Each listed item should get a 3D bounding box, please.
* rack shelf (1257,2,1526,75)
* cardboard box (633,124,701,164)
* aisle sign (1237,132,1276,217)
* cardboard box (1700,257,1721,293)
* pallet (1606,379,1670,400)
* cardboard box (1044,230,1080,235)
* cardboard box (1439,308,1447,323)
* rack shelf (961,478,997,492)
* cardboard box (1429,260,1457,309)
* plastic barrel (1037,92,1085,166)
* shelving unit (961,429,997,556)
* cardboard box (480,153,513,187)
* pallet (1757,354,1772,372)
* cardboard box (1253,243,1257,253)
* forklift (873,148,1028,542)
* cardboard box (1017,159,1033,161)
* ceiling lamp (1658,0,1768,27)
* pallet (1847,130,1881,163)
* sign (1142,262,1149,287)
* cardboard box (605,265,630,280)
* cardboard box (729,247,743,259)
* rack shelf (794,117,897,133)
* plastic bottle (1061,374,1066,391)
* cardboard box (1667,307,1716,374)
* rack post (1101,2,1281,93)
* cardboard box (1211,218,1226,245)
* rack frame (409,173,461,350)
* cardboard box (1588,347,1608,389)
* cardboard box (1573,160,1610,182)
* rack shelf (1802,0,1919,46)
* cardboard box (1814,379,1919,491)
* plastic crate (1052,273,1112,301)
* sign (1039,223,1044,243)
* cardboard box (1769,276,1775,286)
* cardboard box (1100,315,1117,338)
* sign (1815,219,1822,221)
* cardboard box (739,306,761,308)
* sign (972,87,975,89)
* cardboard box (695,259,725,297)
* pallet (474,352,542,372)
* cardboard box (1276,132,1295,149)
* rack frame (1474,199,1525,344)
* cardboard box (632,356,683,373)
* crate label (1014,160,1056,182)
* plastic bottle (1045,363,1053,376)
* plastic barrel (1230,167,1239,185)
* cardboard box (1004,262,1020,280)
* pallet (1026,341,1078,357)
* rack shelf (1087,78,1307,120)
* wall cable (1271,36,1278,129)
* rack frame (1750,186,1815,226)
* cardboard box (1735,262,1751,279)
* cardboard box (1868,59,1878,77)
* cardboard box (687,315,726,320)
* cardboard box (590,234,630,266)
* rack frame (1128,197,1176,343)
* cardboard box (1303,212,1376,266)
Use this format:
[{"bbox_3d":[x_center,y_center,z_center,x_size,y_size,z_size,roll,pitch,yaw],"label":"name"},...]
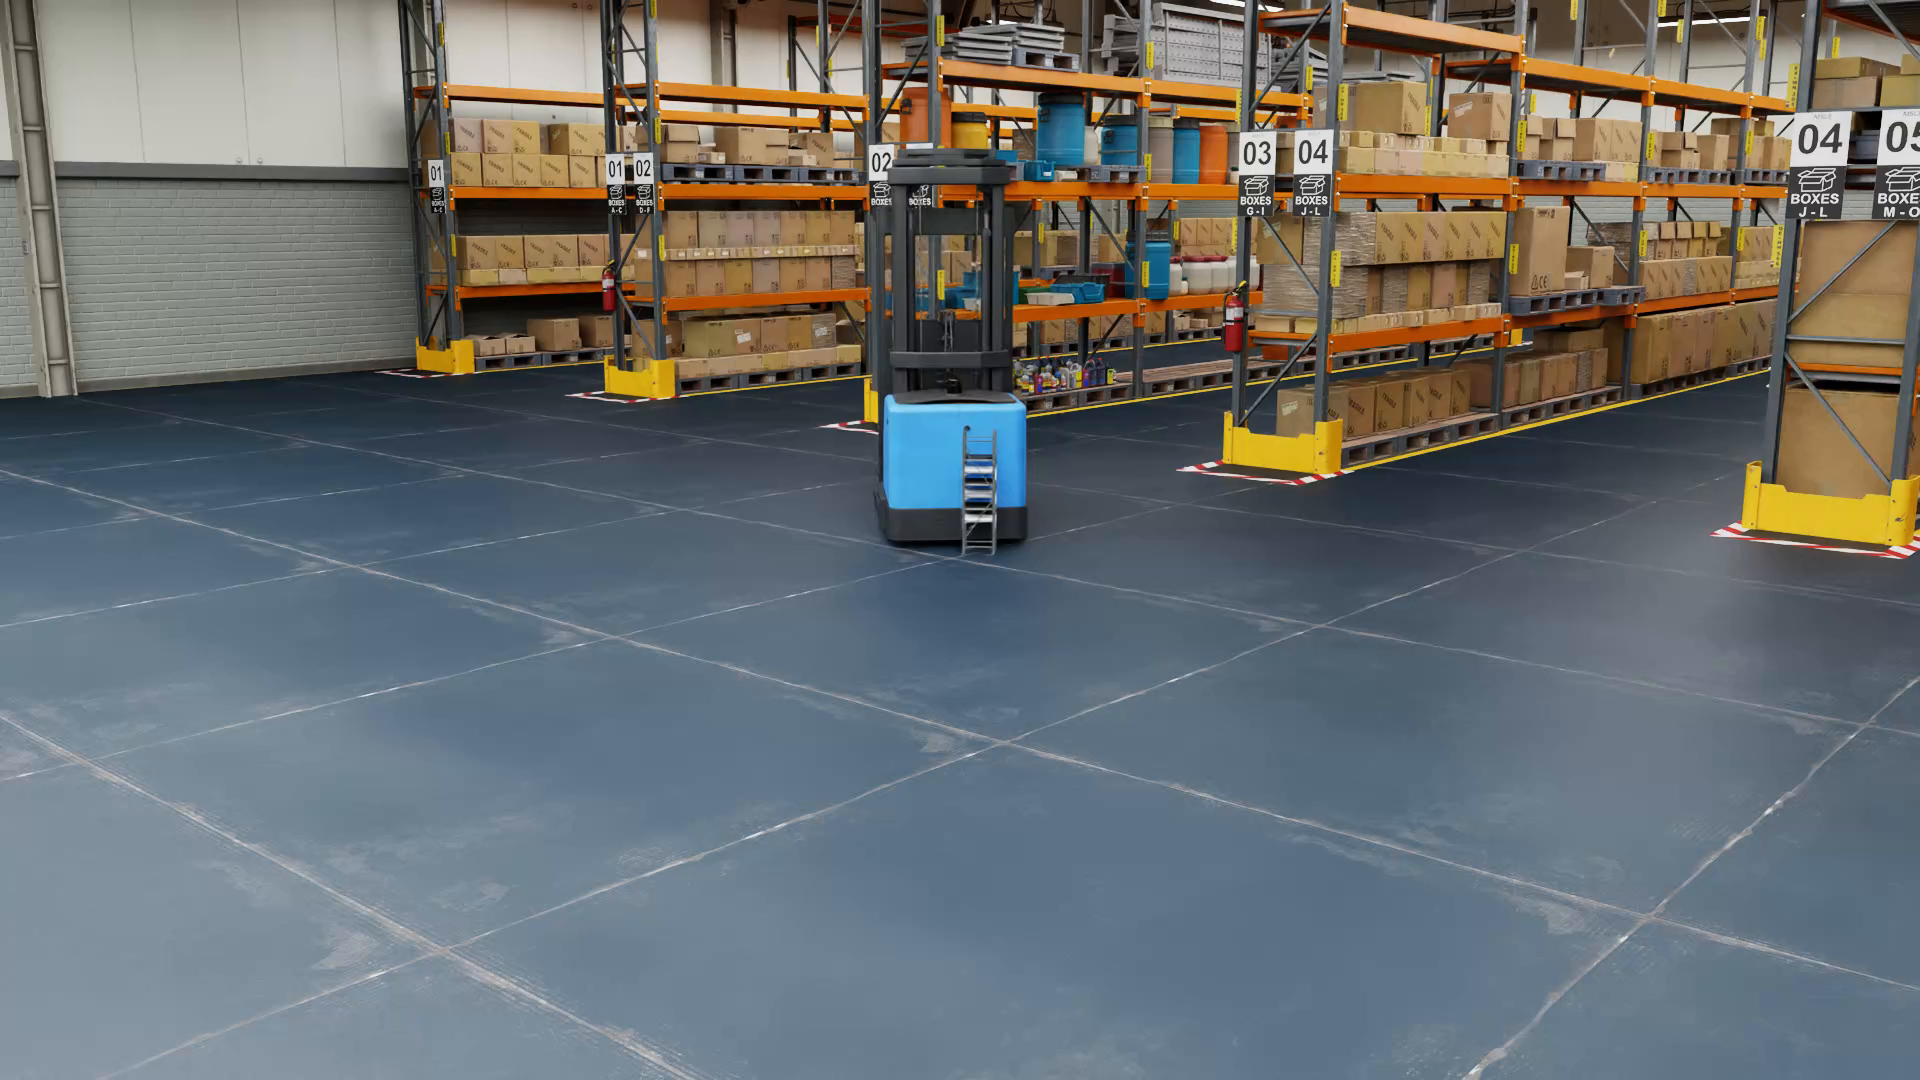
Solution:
[{"bbox_3d":[4.415,-5.060,16.917,1.077,0.370,4.000,10,15,40],"label":"rack shelf"},{"bbox_3d":[-3.961,-5.340,22.438,0.637,0.503,0.797,-11,16,-44],"label":"cardboard box"},{"bbox_3d":[2.829,-3.483,15.854,0.394,0.787,0.004,10,15,40],"label":"aisle sign"},{"bbox_3d":[10.581,-3.817,23.909,0.500,0.500,0.500,10,15,42],"label":"cardboard box"},{"bbox_3d":[8.953,-2.094,22.659,1.003,0.211,1.213,10,15,40],"label":"pallet"},{"bbox_3d":[2.165,-6.525,36.954,0.980,0.700,0.700,11,16,43],"label":"cardboard box"},{"bbox_3d":[4.952,-2.397,17.694,0.380,0.149,0.250,10,15,40],"label":"cardboard box"},{"bbox_3d":[0.139,-0.404,12.146,0.258,0.077,0.200,0,11,2],"label":"rack shelf"},{"bbox_3d":[4.781,-2.748,17.798,0.875,0.500,0.500,10,15,40],"label":"cardboard box"},{"bbox_3d":[1.277,-5.198,21.065,0.600,0.901,0.708,10,15,40],"label":"plastic barrel"},{"bbox_3d":[0.139,-0.348,12.157,0.258,0.900,0.210,0,11,2],"label":"shelving unit"},{"bbox_3d":[-7.278,-5.721,25.731,0.500,0.500,0.500,-11,16,-44],"label":"cardboard box"},{"bbox_3d":[12.382,-2.859,26.485,1.003,0.211,1.213,10,15,40],"label":"pallet"},{"bbox_3d":[5.787,-5.685,33.261,0.500,0.500,0.500,10,15,41],"label":"cardboard box"},{"bbox_3d":[-0.142,-1.662,13.549,1.130,2.935,3.031,-1,11,-5],"label":"forklift"},{"bbox_3d":[1.200,-6.225,28.308,0.910,0.500,0.500,10,15,40],"label":"cardboard box"},{"bbox_3d":[13.600,-11.047,30.140,2.000,3.185,0.800,10,15,40],"label":"ceiling lamp"},{"bbox_3d":[7.236,-3.060,12.943,1.003,0.211,1.213,10,15,40],"label":"pallet"},{"bbox_3d":[2.421,-3.470,21.722,0.100,0.325,0.005,10,15,40],"label":"sign"},{"bbox_3d":[-5.847,-4.444,27.632,0.500,0.250,0.500,10,15,41],"label":"cardboard box"},{"bbox_3d":[-3.243,-4.009,23.214,0.380,0.149,0.250,9,14,38],"label":"cardboard box"},{"bbox_3d":[-1.466,-7.964,32.468,1.077,0.370,4.000,10,15,40],"label":"rack shelf"},{"bbox_3d":[1.299,-1.999,21.082,0.097,0.201,0.097,0,11,0],"label":"plastic bottle"},{"bbox_3d":[10.020,-2.880,23.824,1.225,0.875,0.875,9,14,38],"label":"cardboard box"},{"bbox_3d":[3.250,-6.748,23.012,1.013,1.000,3.121,10,15,40],"label":"rack post"},{"bbox_3d":[4.780,-5.949,32.031,0.500,0.500,0.500,9,15,39],"label":"cardboard box"},{"bbox_3d":[-8.067,-4.100,25.580,1.000,3.000,0.127,10,15,40],"label":"rack frame"},{"bbox_3d":[7.949,-2.244,21.549,0.700,0.500,0.500,9,14,37],"label":"cardboard box"},{"bbox_3d":[7.595,-4.503,20.323,0.500,0.250,0.500,10,15,42],"label":"cardboard box"},{"bbox_3d":[8.074,-4.210,13.671,1.077,0.370,4.000,10,15,40],"label":"rack shelf"},{"bbox_3d":[7.731,-0.925,14.034,0.875,0.875,0.875,9,15,39],"label":"cardboard box"},{"bbox_3d":[1.574,-3.316,21.816,0.767,0.338,0.504,10,15,40],"label":"plastic crate"},{"bbox_3d":[1.356,-5.133,27.799,0.100,0.325,0.005,10,15,40],"label":"sign"},{"bbox_3d":[12.489,-4.051,25.976,0.380,0.149,0.250,9,15,39],"label":"cardboard box"},{"bbox_3d":[2.469,-3.885,29.764,0.500,0.500,0.500,9,14,38],"label":"cardboard box"},{"bbox_3d":[14.055,-5.144,27.248,0.100,0.325,0.005,10,15,40],"label":"sign"},{"bbox_3d":[-3.982,-4.370,30.275,0.500,0.250,0.500,10,15,40],"label":"cardboard box"},{"bbox_3d":[0.269,-9.236,33.390,0.100,0.325,0.005,10,15,40],"label":"sign"},{"bbox_3d":[-3.683,-3.654,23.092,0.700,0.500,0.500,10,15,42],"label":"cardboard box"},{"bbox_3d":[-7.454,-2.859,26.484,1.003,0.211,1.213,10,15,40],"label":"pallet"},{"bbox_3d":[3.044,-3.853,16.049,0.380,0.149,0.250,10,15,40],"label":"cardboard box"},{"bbox_3d":[9.936,-5.173,30.953,1.000,3.000,0.127,10,15,40],"label":"rack frame"},{"bbox_3d":[-4.212,-2.435,23.190,0.500,0.250,0.500,10,15,40],"label":"cardboard box"},{"bbox_3d":[0.858,-4.450,20.052,0.502,0.251,0.408,10,15,40],"label":"crate label"},{"bbox_3d":[1.165,-2.183,21.826,0.097,0.271,0.097,0,11,0],"label":"plastic bottle"},{"bbox_3d":[3.991,-5.182,23.691,0.301,0.262,0.301,0,11,0],"label":"plastic barrel"},{"bbox_3d":[0.664,-4.545,28.038,0.500,0.311,0.500,11,16,44],"label":"cardboard box"},{"bbox_3d":[1.458,-3.374,29.067,1.003,0.211,1.213,10,15,40],"label":"pallet"},{"bbox_3d":[3.335,-6.095,23.108,1.077,0.370,4.000,10,15,40],"label":"rack shelf"},{"bbox_3d":[8.528,-10.786,38.771,3.097,2.526,0.112,10,15,40],"label":"wall cable"},{"bbox_3d":[13.657,-4.533,27.746,1.000,3.000,0.127,10,15,40],"label":"rack frame"},{"bbox_3d":[11.523,-4.052,24.962,0.500,0.250,0.500,9,15,39],"label":"cardboard box"},{"bbox_3d":[6.887,-3.646,12.928,0.380,0.149,0.250,10,15,41],"label":"cardboard box"},{"bbox_3d":[-3.564,-2.952,23.864,0.500,0.500,0.500,10,15,40],"label":"cardboard box"},{"bbox_3d":[-5.832,-4.809,27.546,0.500,0.500,0.500,10,15,40],"label":"cardboard box"},{"bbox_3d":[3.577,-5.225,31.215,1.000,3.000,0.127,10,15,40],"label":"rack frame"},{"bbox_3d":[3.663,-2.910,16.052,0.500,0.500,0.500,10,15,40],"label":"cardboard box"}]
